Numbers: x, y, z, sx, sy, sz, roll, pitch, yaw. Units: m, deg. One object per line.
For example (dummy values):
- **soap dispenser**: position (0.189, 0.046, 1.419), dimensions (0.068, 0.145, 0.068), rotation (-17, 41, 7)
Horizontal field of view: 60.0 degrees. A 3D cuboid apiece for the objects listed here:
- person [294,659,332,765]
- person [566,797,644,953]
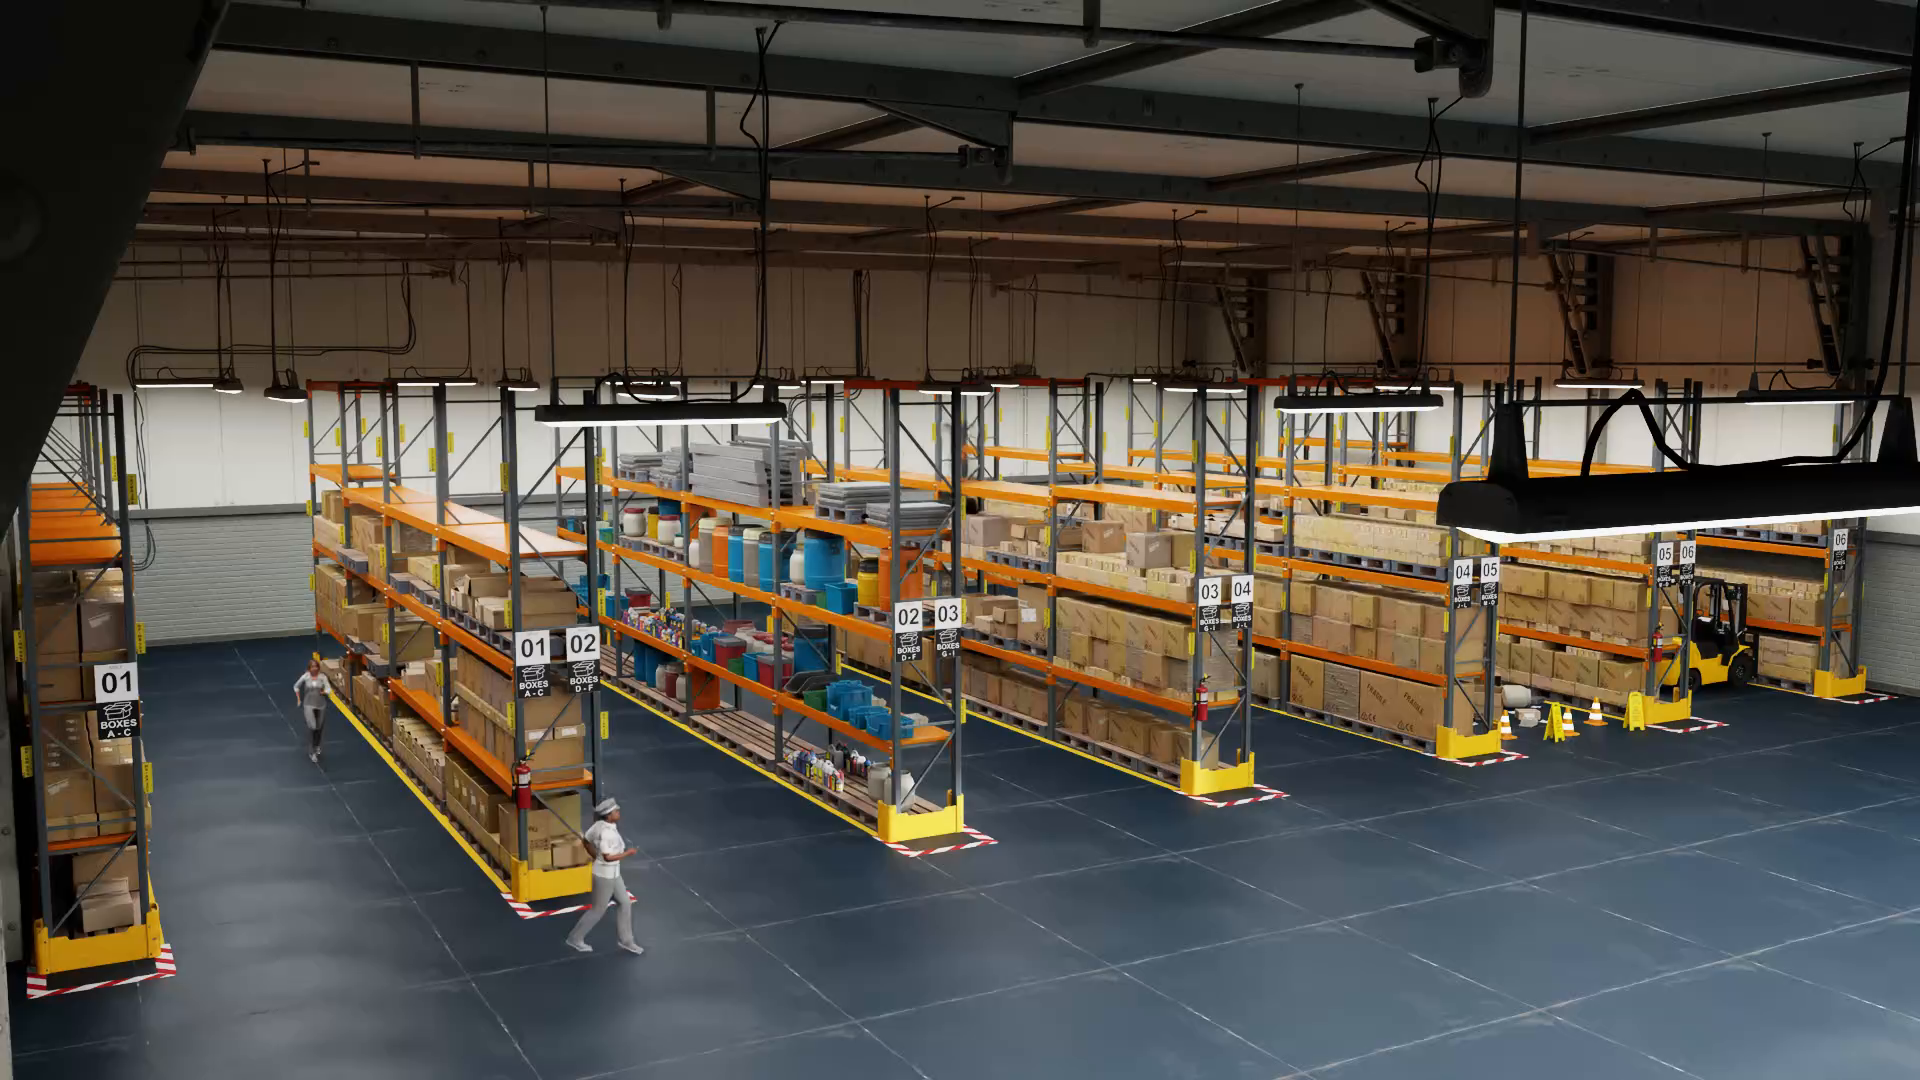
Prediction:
- **person**: position (-10.296, 2.720, 26.516), dimensions (0.509, 1.640, 0.728), rotation (-4, 7, -34)
- **person**: position (-3.800, 3.614, 17.719), dimensions (0.816, 1.747, 0.555), rotation (-1, 6, -11)
